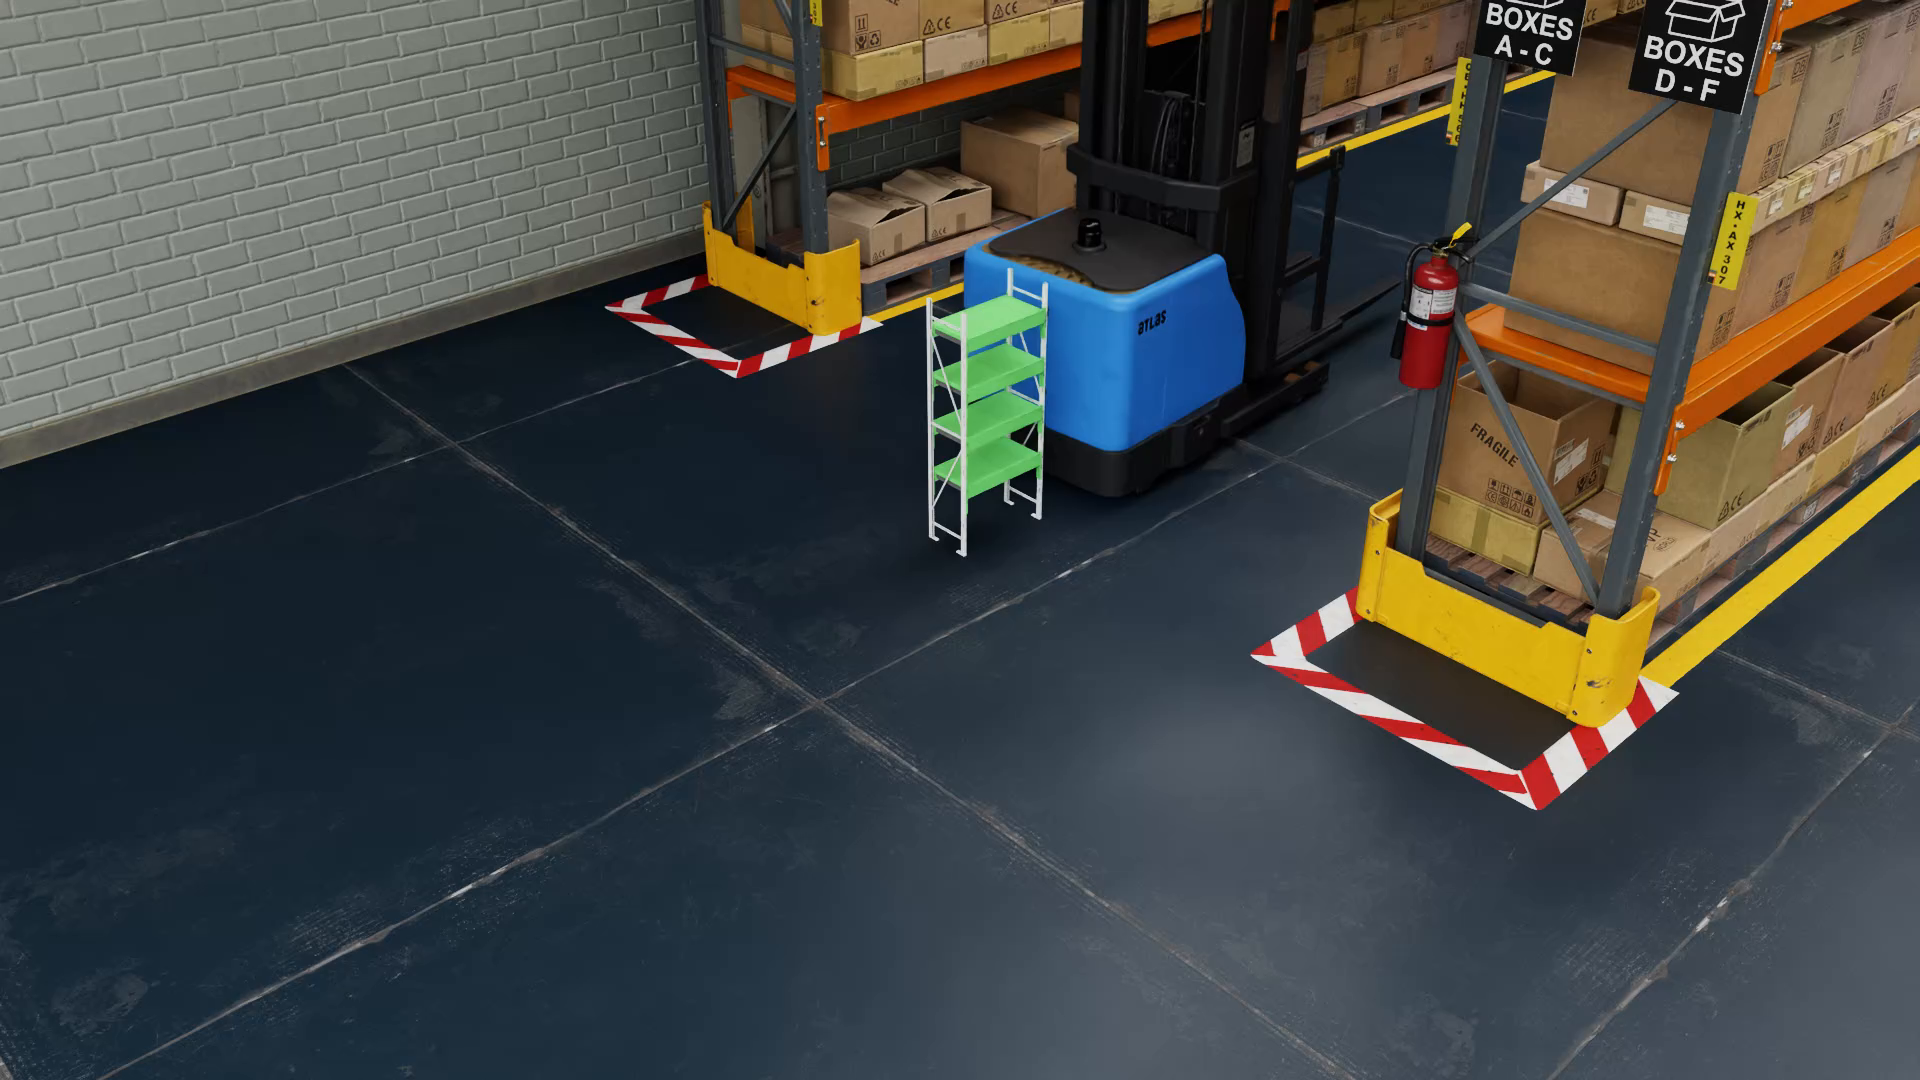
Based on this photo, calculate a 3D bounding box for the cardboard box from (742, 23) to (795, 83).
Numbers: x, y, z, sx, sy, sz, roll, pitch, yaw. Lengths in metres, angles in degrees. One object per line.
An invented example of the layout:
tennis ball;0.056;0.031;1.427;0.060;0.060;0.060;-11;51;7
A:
cardboard box;-0.923;-2.898;9.739;0.500;0.250;0.500;-25;39;-35

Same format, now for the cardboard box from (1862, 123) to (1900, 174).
cardboard box;3.614;-1.654;6.862;0.250;0.149;0.380;-26;40;-36

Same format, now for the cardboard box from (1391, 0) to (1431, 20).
cardboard box;3.406;-4.355;13.252;0.500;0.250;0.500;-26;40;-36

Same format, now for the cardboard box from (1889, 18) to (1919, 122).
cardboard box;3.745;-2.141;7.037;0.500;0.500;0.700;-26;40;-35

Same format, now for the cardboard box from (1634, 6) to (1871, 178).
cardboard box;3.009;-1.784;6.453;0.500;0.500;0.700;-27;41;-37

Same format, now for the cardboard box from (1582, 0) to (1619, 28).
cardboard box;5.361;-5.024;14.749;0.750;0.750;0.750;-26;40;-36

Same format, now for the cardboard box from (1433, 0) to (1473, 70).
cardboard box;3.783;-4.259;13.814;0.500;0.500;0.700;-26;40;-36

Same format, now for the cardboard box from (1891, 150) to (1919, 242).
cardboard box;4.096;-1.756;7.650;0.500;0.500;0.700;-25;39;-35

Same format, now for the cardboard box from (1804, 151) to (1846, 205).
cardboard box;3.233;-1.467;6.557;0.250;0.149;0.380;-27;40;-36

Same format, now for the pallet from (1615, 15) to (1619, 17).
pallet;5.362;-4.612;15.091;1.213;0.211;1.003;-26;40;-35

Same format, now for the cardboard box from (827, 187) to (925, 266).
cardboard box;-0.565;-1.965;10.244;0.500;0.311;0.500;24;39;34

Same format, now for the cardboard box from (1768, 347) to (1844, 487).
cardboard box;3.505;-0.611;7.389;0.500;0.500;0.500;-26;40;-35

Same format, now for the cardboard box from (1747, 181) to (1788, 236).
cardboard box;2.863;-1.291;6.268;0.250;0.149;0.380;-27;41;-37

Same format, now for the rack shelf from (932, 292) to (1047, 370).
rack shelf;0.121;-0.926;7.316;0.480;0.148;0.258;-26;40;-35

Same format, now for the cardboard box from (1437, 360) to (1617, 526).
cardboard box;2.428;-0.450;7.125;0.500;0.500;0.500;-26;40;-35

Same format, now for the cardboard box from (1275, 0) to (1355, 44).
cardboard box;2.648;-3.999;12.669;0.500;0.250;0.500;-27;40;-36

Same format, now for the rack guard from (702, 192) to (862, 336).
rack guard;-1.078;-1.674;10.009;0.348;0.500;1.175;-26;40;-35

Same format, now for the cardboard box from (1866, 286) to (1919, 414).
cardboard box;4.240;-0.965;7.967;0.500;0.500;0.500;-26;40;-35

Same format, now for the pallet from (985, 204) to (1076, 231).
pallet;0.436;-2.256;11.237;1.213;0.211;1.003;-26;40;-35

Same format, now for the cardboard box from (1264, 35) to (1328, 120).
cardboard box;2.328;-3.521;12.607;0.500;0.500;0.700;-24;39;-34

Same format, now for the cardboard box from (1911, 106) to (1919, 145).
cardboard box;3.992;-1.835;7.157;0.250;0.149;0.380;-24;39;-34

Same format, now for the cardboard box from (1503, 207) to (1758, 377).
cardboard box;2.588;-1.023;6.452;0.500;0.500;0.700;-26;40;-35

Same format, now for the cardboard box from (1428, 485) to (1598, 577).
cardboard box;2.429;-0.129;7.319;0.500;0.250;0.500;-26;40;-35

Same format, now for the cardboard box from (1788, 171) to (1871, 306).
cardboard box;3.338;-1.385;7.044;0.500;0.500;0.700;-26;40;-35

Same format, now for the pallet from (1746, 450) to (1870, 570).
pallet;3.664;-0.348;8.117;1.213;0.211;1.003;-26;40;-35

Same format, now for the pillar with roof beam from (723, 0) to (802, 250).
pillar with roof beam;1.718;-4.205;6.001;0.400;9.000;9.100;-26;40;-35

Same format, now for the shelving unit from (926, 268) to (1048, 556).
shelving unit;0.121;-0.571;7.533;0.503;1.200;0.258;-26;40;-35

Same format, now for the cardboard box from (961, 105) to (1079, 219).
cardboard box;0.425;-2.489;10.920;0.700;0.500;0.500;26;40;36

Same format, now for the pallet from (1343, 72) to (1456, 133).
pallet;3.264;-3.654;13.524;1.213;0.211;1.003;-26;40;-35

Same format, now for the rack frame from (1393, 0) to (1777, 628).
rack frame;2.237;-0.820;6.216;0.127;3.000;1.000;-26;40;-35

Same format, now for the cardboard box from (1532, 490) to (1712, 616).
cardboard box;2.782;0.069;6.995;0.500;0.250;0.500;-26;40;-35

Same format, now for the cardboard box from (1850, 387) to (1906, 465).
cardboard box;4.249;-0.640;8.155;0.500;0.250;0.500;-26;40;-35

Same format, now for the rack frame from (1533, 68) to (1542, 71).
rack frame;4.732;-5.551;13.953;0.127;3.000;1.000;-26;40;-35

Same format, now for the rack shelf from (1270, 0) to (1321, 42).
rack shelf;3.266;-4.535;12.981;4.000;0.370;1.077;-26;40;-35

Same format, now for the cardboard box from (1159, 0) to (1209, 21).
cardboard box;1.287;-3.619;10.918;0.500;0.250;0.500;-26;40;-35

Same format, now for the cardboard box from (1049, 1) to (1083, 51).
cardboard box;0.561;-3.256;10.325;0.500;0.250;0.500;-25;40;-35

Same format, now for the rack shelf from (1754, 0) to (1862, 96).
rack shelf;3.704;-2.502;6.781;4.000;0.370;1.077;-26;40;-35

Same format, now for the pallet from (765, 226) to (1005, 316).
pallet;-0.458;-1.826;10.533;1.213;0.211;1.003;-26;40;-35

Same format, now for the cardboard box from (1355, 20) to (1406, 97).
cardboard box;3.074;-3.889;13.209;0.500;0.500;0.700;-25;40;-35

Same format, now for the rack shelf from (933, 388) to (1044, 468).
rack shelf;0.121;-0.516;7.566;0.480;0.148;0.258;-26;40;-35

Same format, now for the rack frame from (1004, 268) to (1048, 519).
rack frame;0.300;-0.657;7.675;0.015;1.200;0.240;-26;40;-35

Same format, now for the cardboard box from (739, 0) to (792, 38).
cardboard box;-0.933;-3.227;9.557;0.500;0.500;0.500;-26;40;-36

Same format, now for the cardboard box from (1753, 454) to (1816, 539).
cardboard box;3.513;-0.287;7.577;0.500;0.250;0.500;-26;40;-35

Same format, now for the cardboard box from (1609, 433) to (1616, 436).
cardboard box;3.153;-0.489;7.908;0.500;0.250;0.500;-26;40;-35

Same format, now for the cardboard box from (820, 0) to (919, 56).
cardboard box;-0.579;-3.032;9.240;0.500;0.500;0.500;-26;40;-35

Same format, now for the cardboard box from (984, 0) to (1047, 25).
cardboard box;0.173;-3.385;9.816;0.500;0.500;0.500;-27;41;-37

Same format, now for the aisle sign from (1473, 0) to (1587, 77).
aisle sign;1.989;-2.018;5.683;0.004;0.787;0.394;-26;40;-35

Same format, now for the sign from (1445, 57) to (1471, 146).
sign;1.878;-1.628;6.199;0.005;0.325;0.100;-26;40;-35

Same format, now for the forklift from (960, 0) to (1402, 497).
forklift;1.362;-2.139;8.439;1.130;2.935;3.031;25;39;35

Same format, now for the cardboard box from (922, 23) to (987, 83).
cardboard box;-0.189;-2.899;9.741;0.500;0.250;0.500;-27;41;-37
